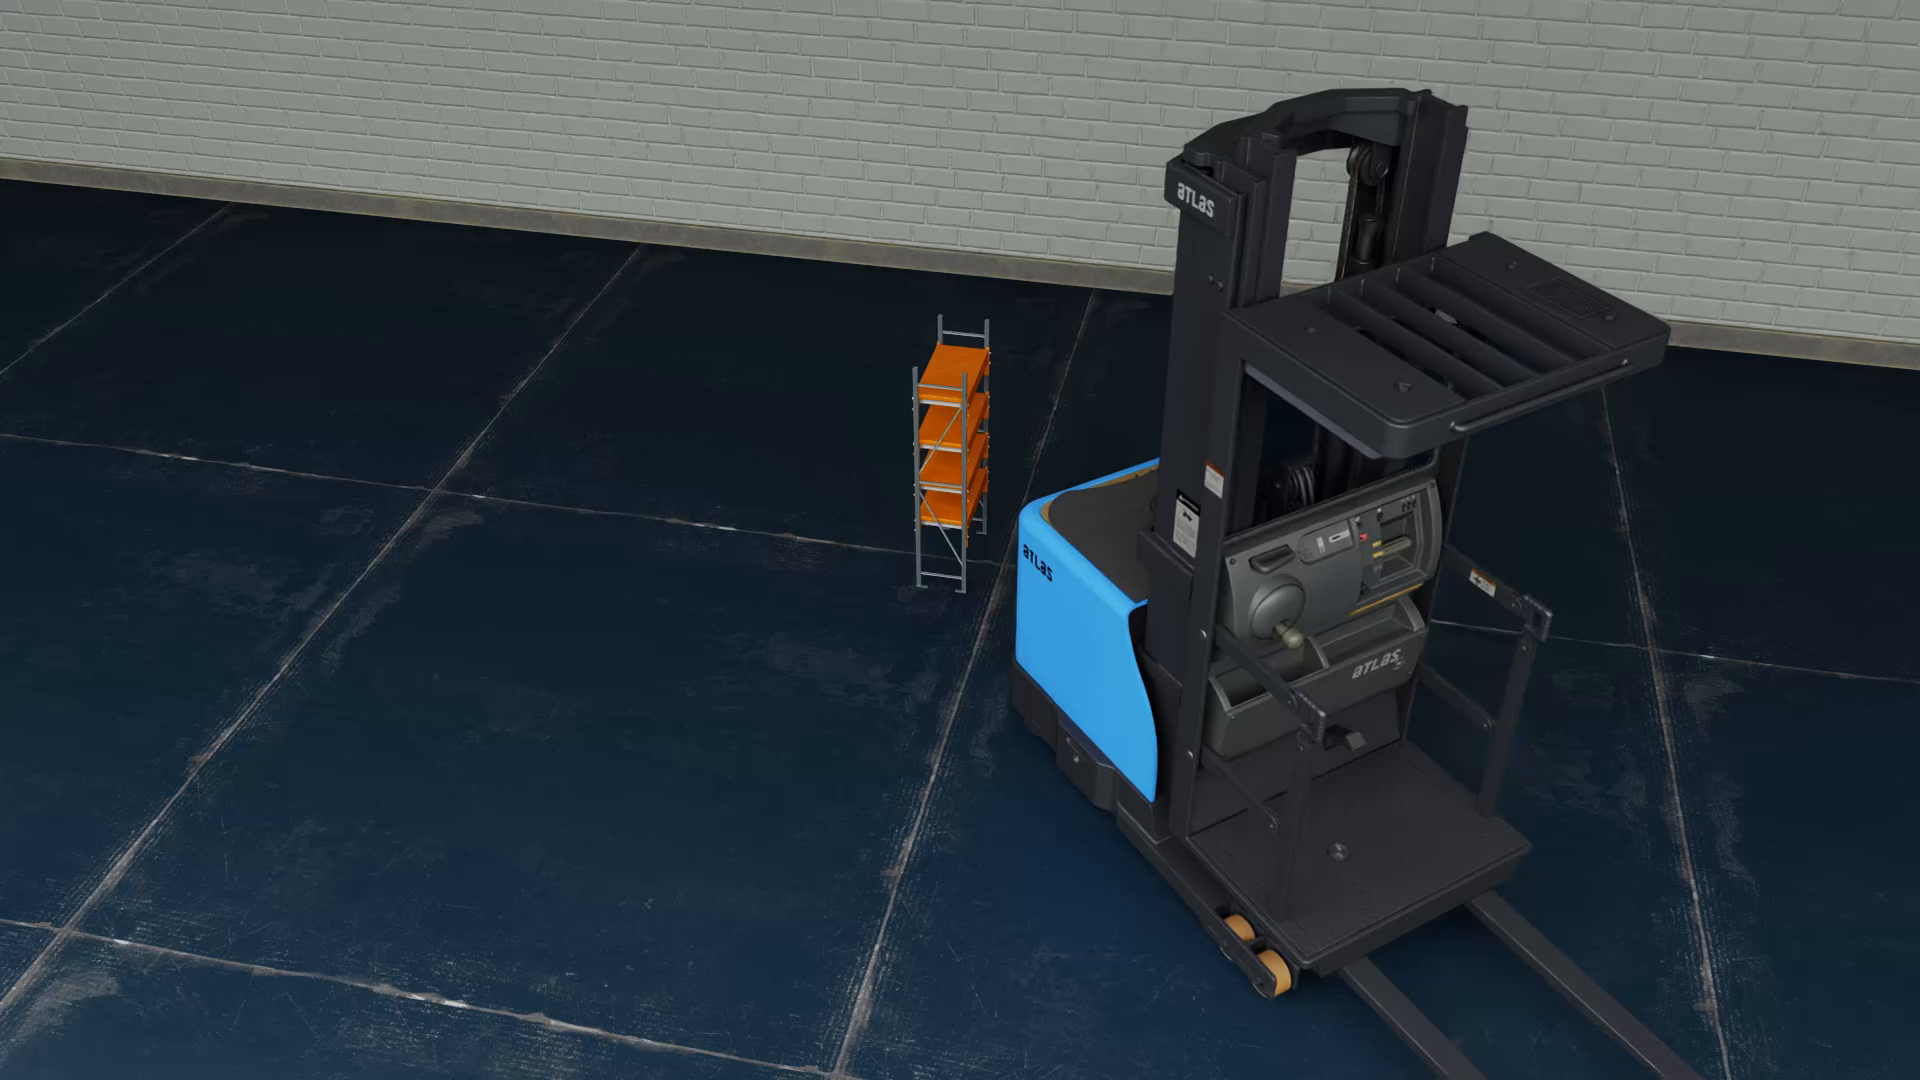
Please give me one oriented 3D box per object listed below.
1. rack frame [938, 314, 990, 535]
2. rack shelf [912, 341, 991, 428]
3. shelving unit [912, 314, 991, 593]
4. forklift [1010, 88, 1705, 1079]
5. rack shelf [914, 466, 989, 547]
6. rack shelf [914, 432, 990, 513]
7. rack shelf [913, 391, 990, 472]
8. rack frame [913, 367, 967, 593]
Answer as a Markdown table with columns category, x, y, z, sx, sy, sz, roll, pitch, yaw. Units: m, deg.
| category | x | y | z | sx | sy | sz | roll | pitch | yaw |
| --- | --- | --- | --- | --- | --- | --- | --- | --- | --- |
| rack frame | 0.017 | -0.531 | 7.960 | 0.240 | 1.200 | 0.015 | 7 | 37 | 10 |
| rack shelf | -0.035 | -0.709 | 7.536 | 0.258 | 0.148 | 0.480 | 7 | 37 | 10 |
| shelving unit | -0.035 | -0.391 | 7.767 | 0.258 | 1.200 | 0.503 | 7 | 37 | 10 |
| forklift | 1.399 | 0.144 | 5.554 | 1.130 | 2.935 | 3.031 | -19 | 40 | -24 |
| rack shelf | -0.035 | -0.176 | 7.923 | 0.258 | 0.148 | 0.480 | 7 | 37 | 10 |
| rack shelf | -0.035 | -0.336 | 7.806 | 0.258 | 0.148 | 0.480 | 7 | 37 | 10 |
| rack shelf | -0.035 | -0.518 | 7.675 | 0.258 | 0.148 | 0.480 | 7 | 37 | 10 |
| rack frame | -0.087 | -0.251 | 7.574 | 0.240 | 1.200 | 0.015 | 7 | 37 | 10 |
